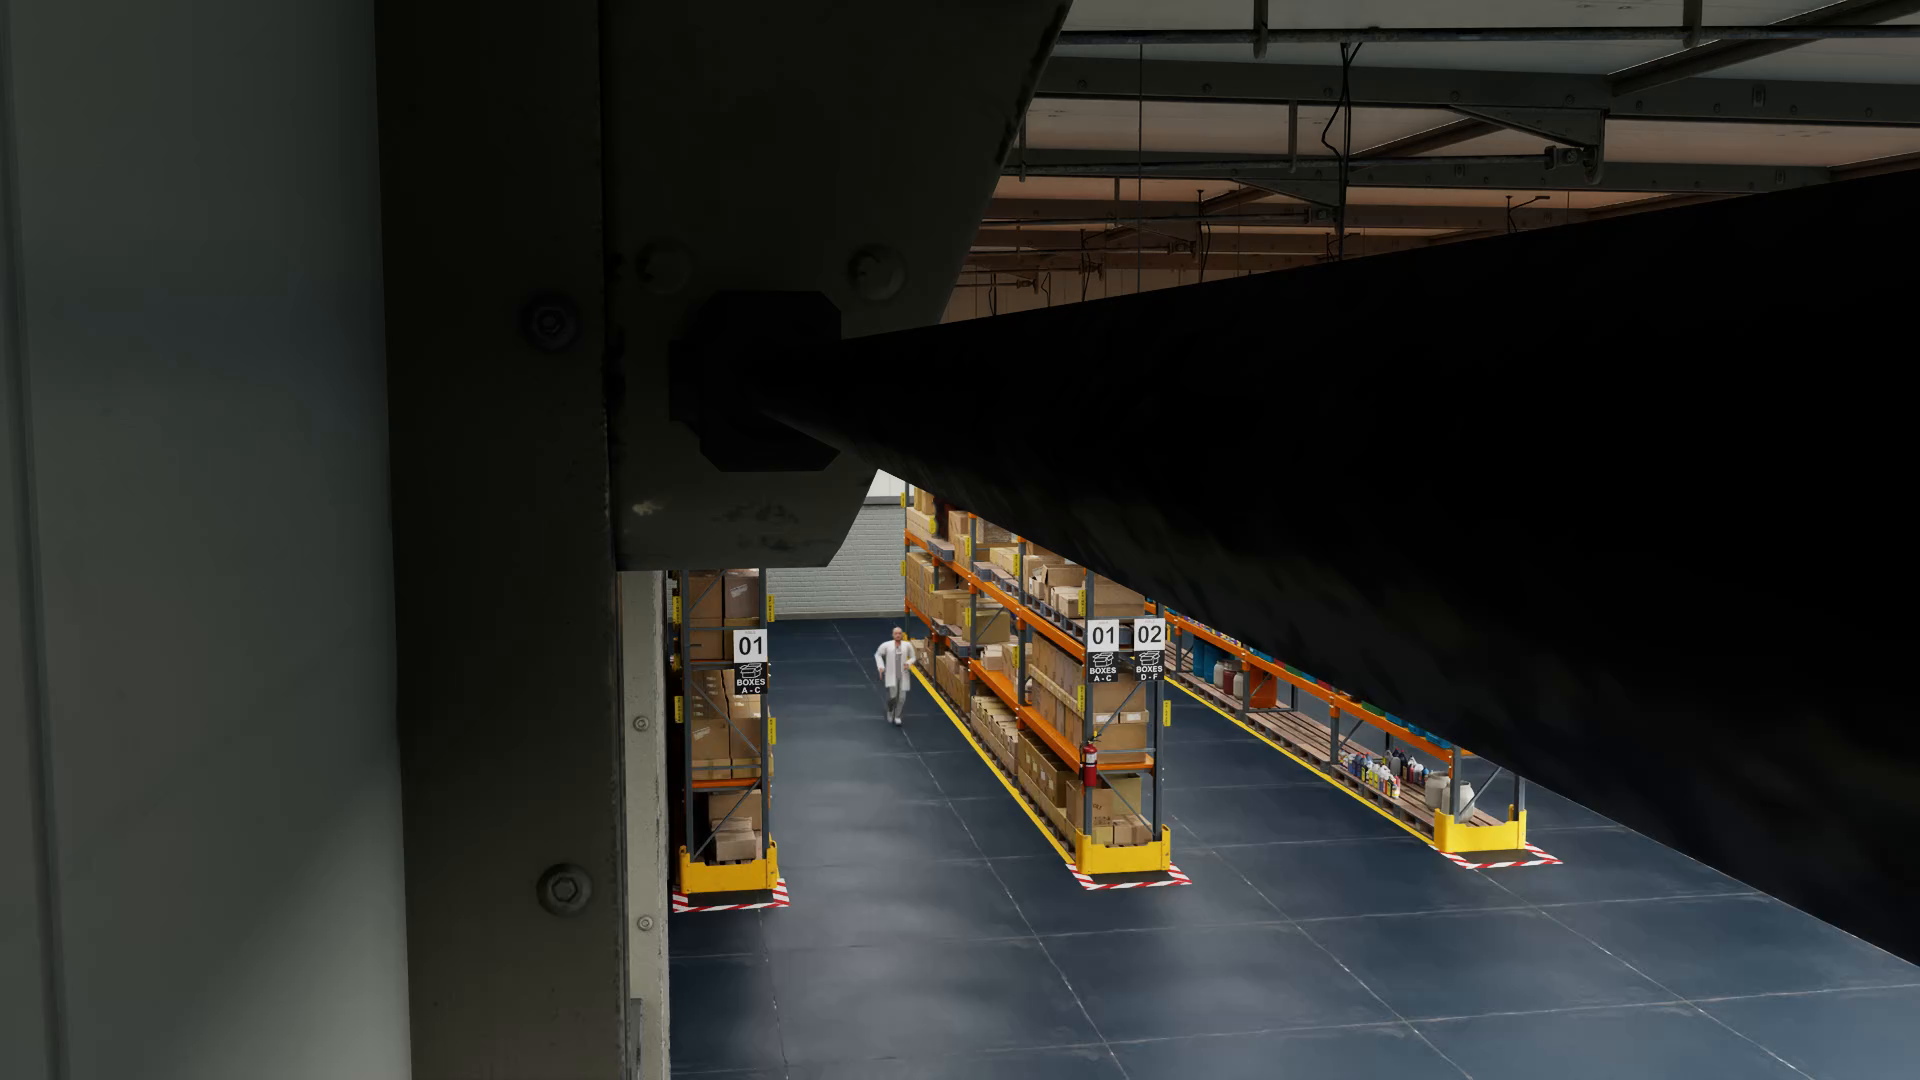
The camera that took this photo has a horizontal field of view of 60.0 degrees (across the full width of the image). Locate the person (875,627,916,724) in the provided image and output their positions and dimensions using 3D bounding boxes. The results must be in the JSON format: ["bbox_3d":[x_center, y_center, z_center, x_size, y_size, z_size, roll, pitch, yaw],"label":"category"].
[{"bbox_3d":[-1.106,2.414,29.354,0.704,1.734,0.653,-1,6,-12],"label":"person"}]

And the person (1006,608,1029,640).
[{"bbox_3d":[1.221,1.794,36.334,0.628,1.582,0.785,-2,6,-19],"label":"person"}]
